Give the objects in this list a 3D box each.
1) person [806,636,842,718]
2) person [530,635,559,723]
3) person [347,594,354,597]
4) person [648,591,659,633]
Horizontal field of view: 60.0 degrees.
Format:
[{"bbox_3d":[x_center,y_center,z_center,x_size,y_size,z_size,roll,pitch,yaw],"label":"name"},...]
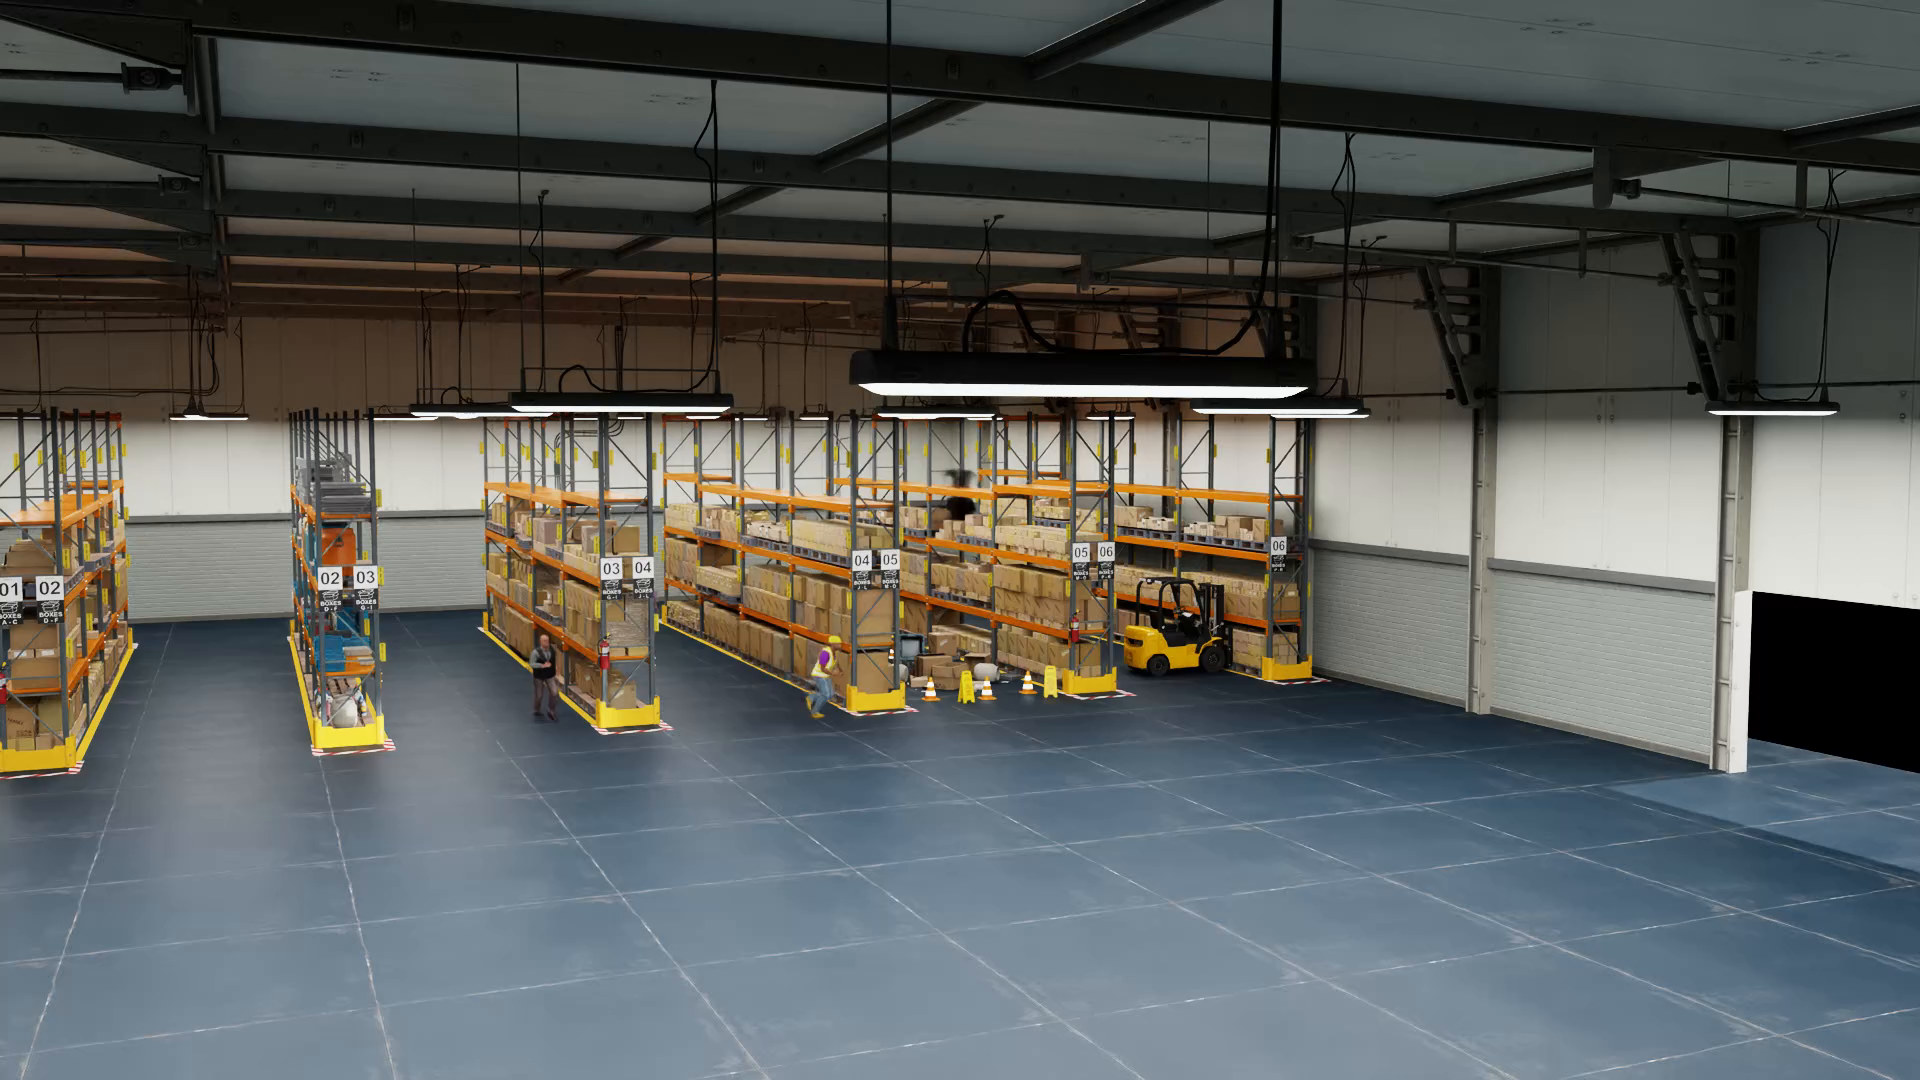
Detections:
[{"bbox_3d":[-2.628,2.645,32.329,0.774,1.605,0.728,1,4,13],"label":"person"},{"bbox_3d":[-7.988,2.648,31.886,0.630,1.695,0.922,-2,5,-32],"label":"person"},{"bbox_3d":[-16.905,1.622,46.270,0.630,1.728,0.652,-1,4,-14],"label":"person"},{"bbox_3d":[-8.235,1.890,44.156,0.523,1.491,0.711,-3,5,-37],"label":"person"}]
